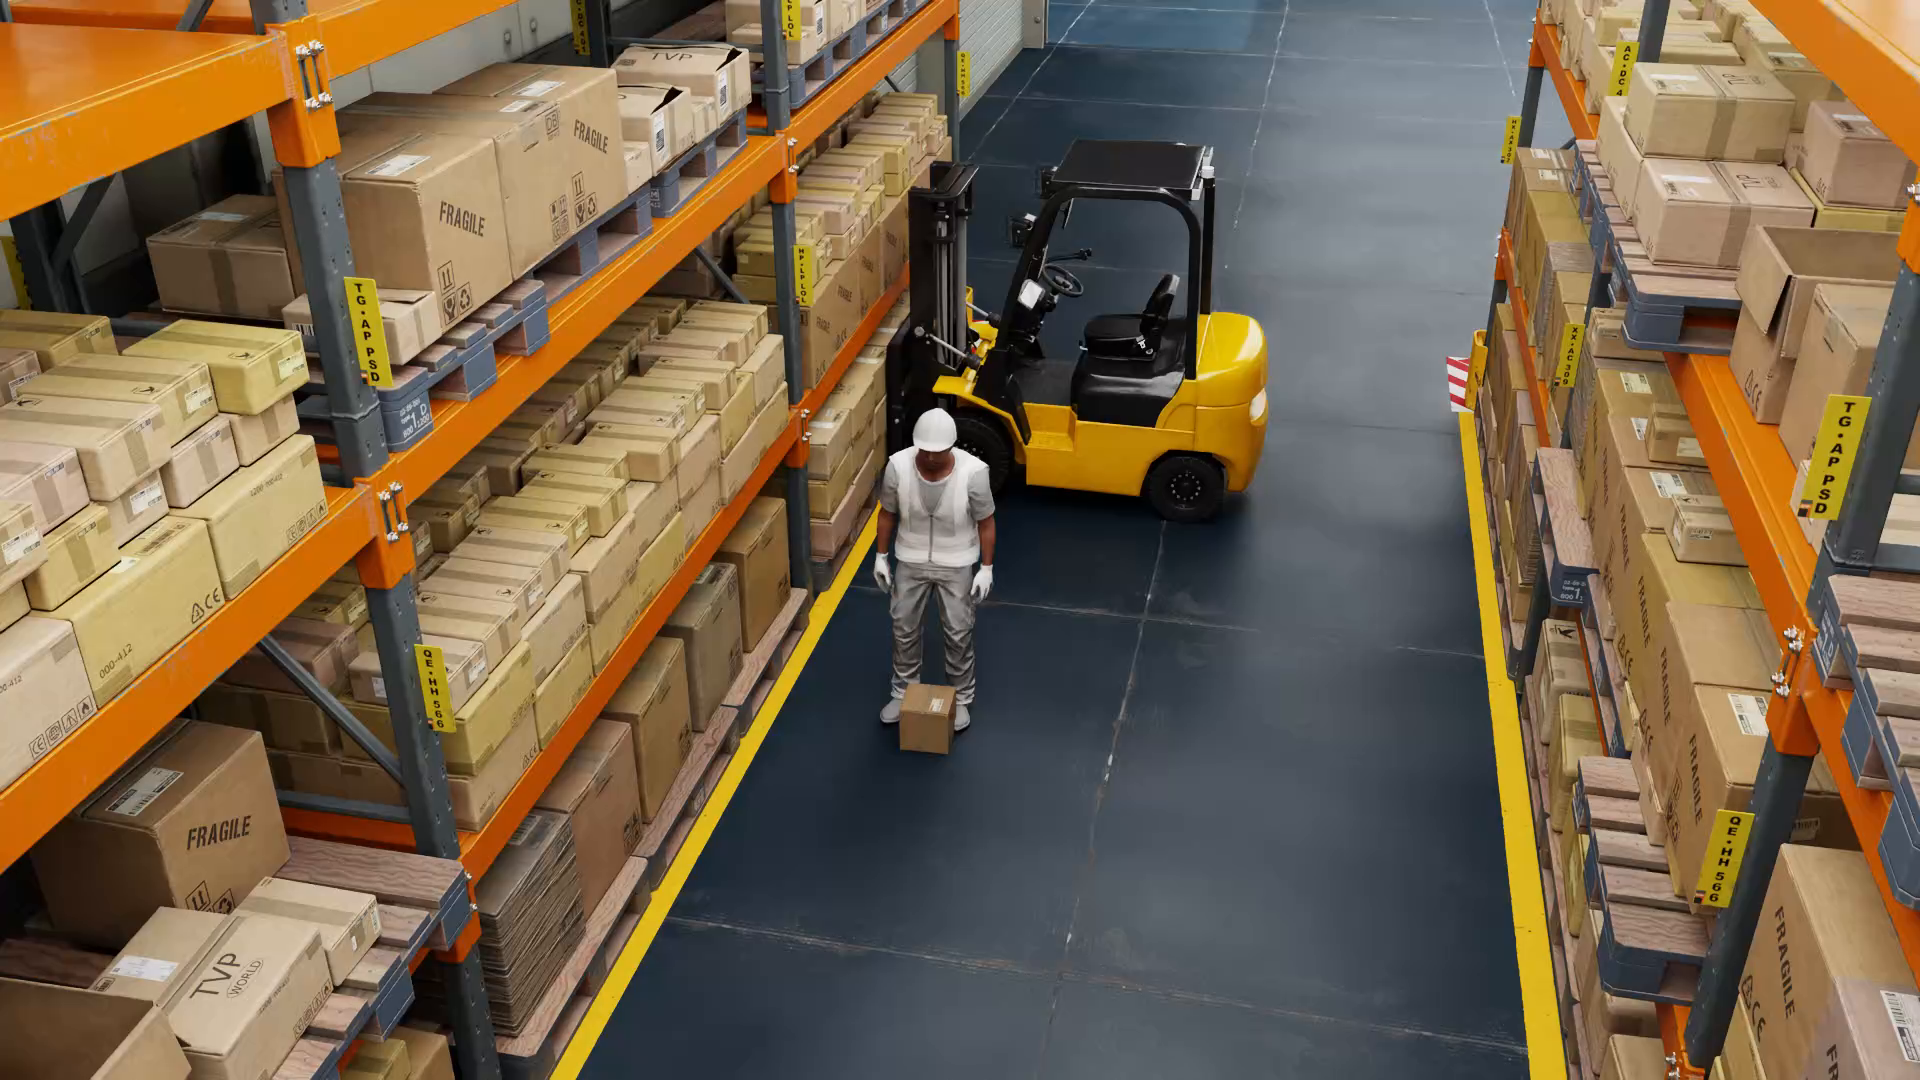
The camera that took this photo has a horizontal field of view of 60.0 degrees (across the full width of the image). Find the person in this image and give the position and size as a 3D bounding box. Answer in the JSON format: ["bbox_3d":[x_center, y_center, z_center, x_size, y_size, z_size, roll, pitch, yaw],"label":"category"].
[{"bbox_3d":[-0.132,0.134,8.366,0.615,1.773,0.448,5,29,10],"label":"person"}]
